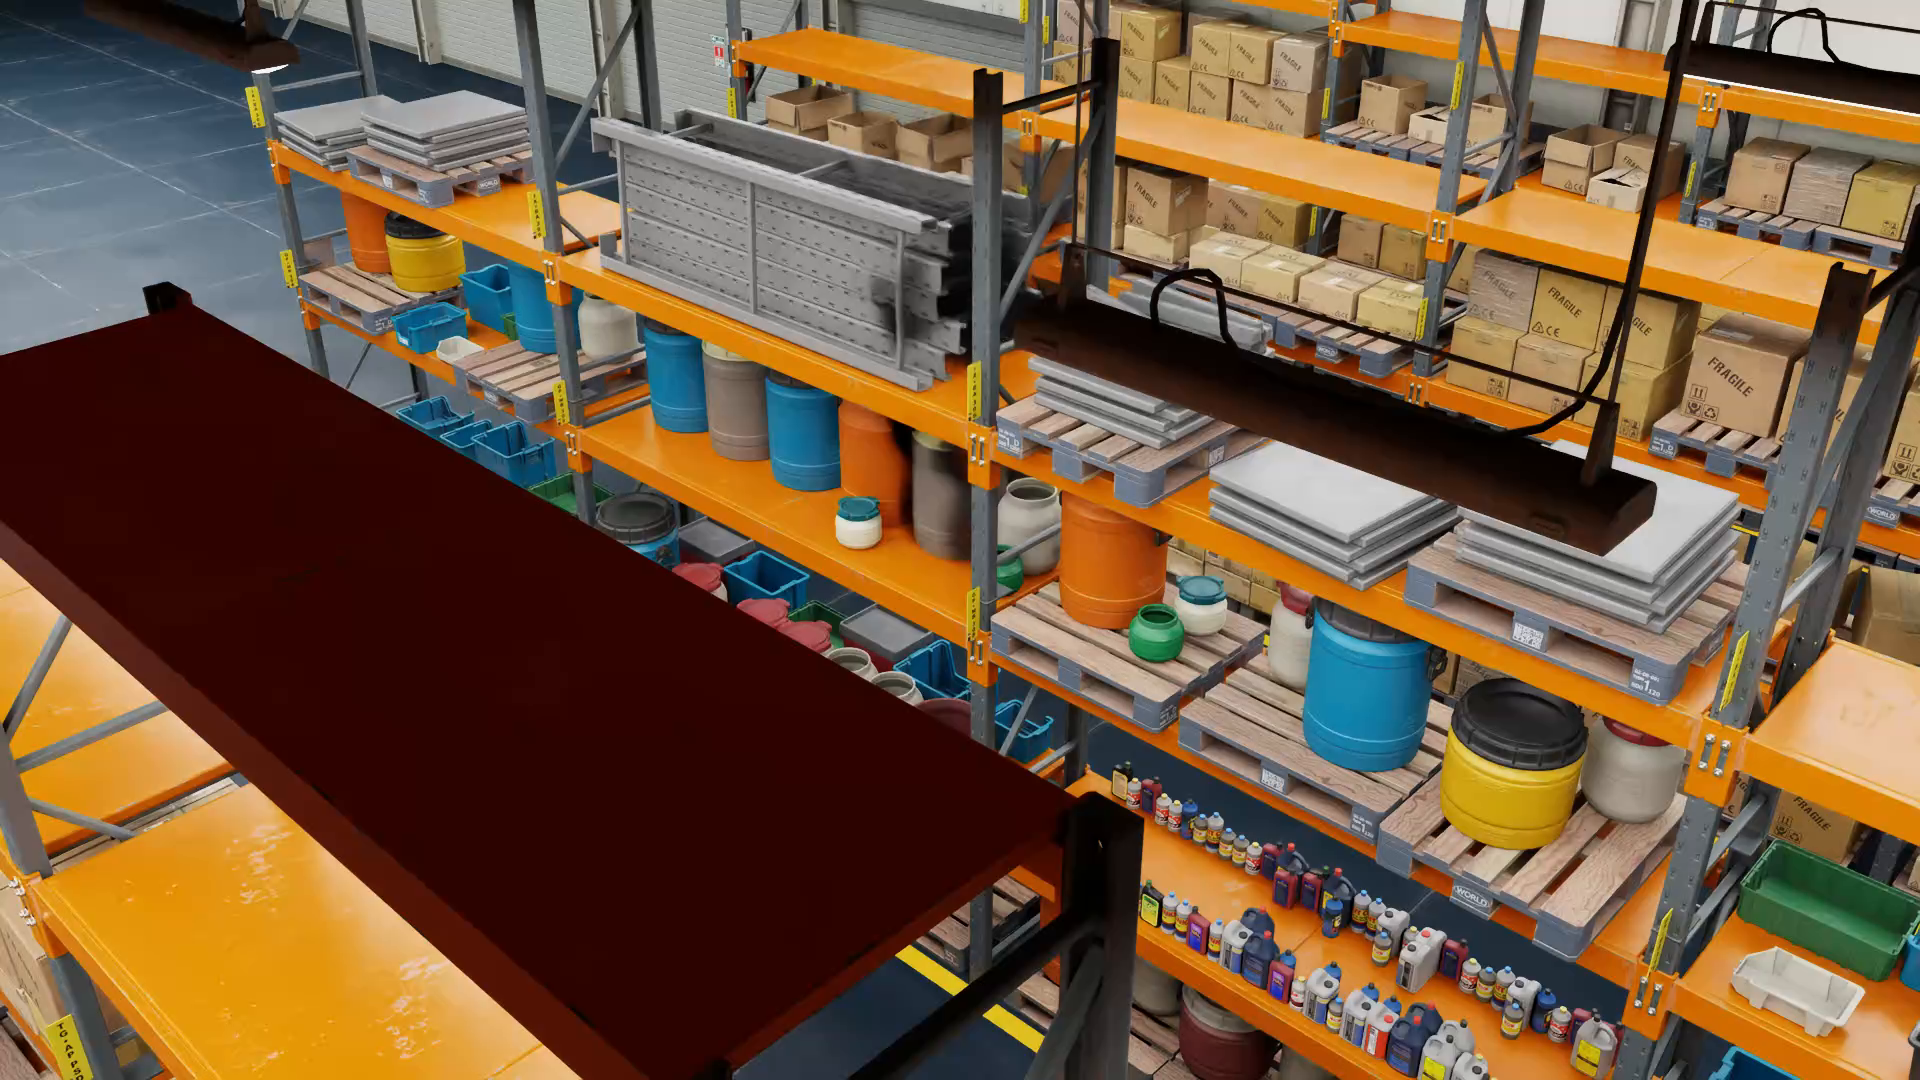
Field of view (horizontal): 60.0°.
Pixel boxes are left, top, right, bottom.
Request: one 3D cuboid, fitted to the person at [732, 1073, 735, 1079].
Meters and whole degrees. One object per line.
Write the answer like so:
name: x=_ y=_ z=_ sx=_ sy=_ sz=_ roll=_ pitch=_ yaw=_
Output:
person: x=-1.609 y=2.541 z=9.325 sx=0.864 sy=1.783 sz=0.700 roll=19 pitch=34 yaw=29
